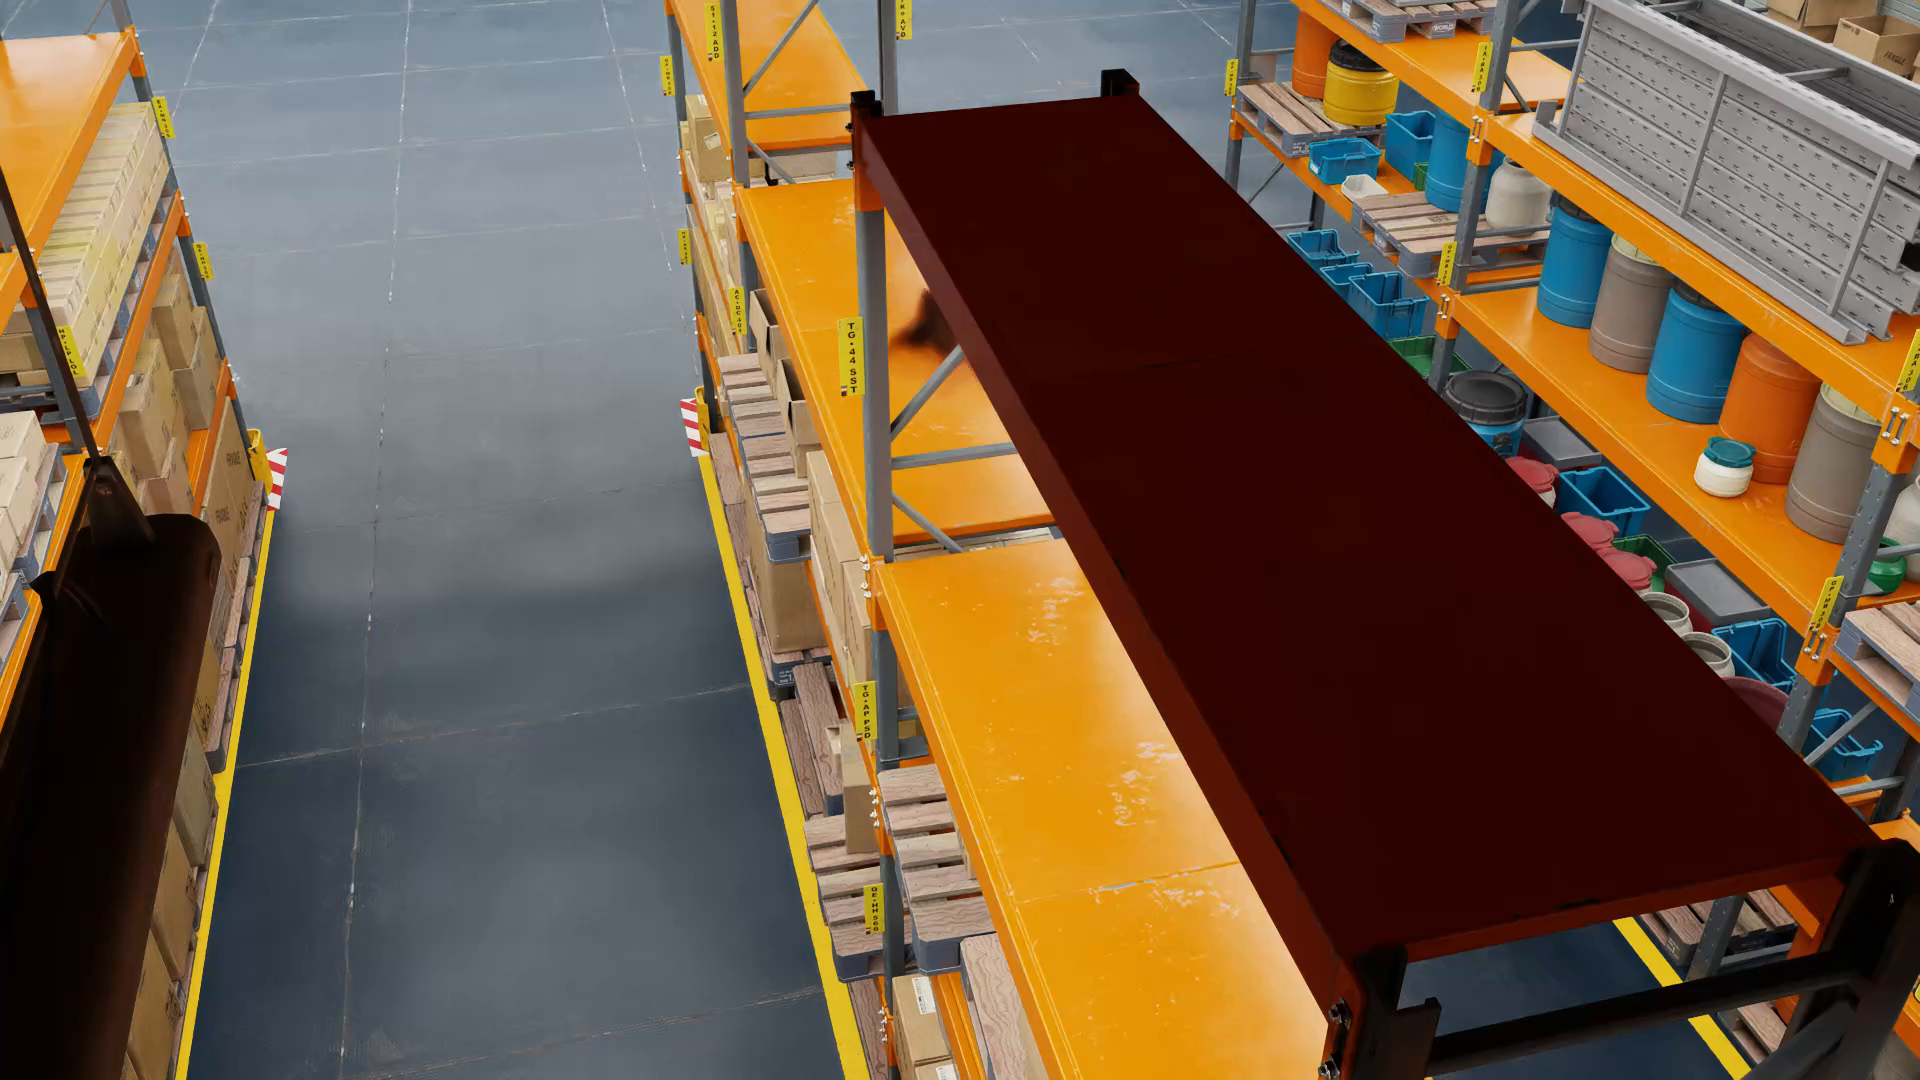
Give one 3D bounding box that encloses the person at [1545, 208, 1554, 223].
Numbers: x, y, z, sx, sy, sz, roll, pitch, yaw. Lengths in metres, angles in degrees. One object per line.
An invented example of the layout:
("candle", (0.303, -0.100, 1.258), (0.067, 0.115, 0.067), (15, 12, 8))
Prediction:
("person", (6.520, -4.106, 18.560), (0.810, 1.764, 0.653), (12, 36, 16))
